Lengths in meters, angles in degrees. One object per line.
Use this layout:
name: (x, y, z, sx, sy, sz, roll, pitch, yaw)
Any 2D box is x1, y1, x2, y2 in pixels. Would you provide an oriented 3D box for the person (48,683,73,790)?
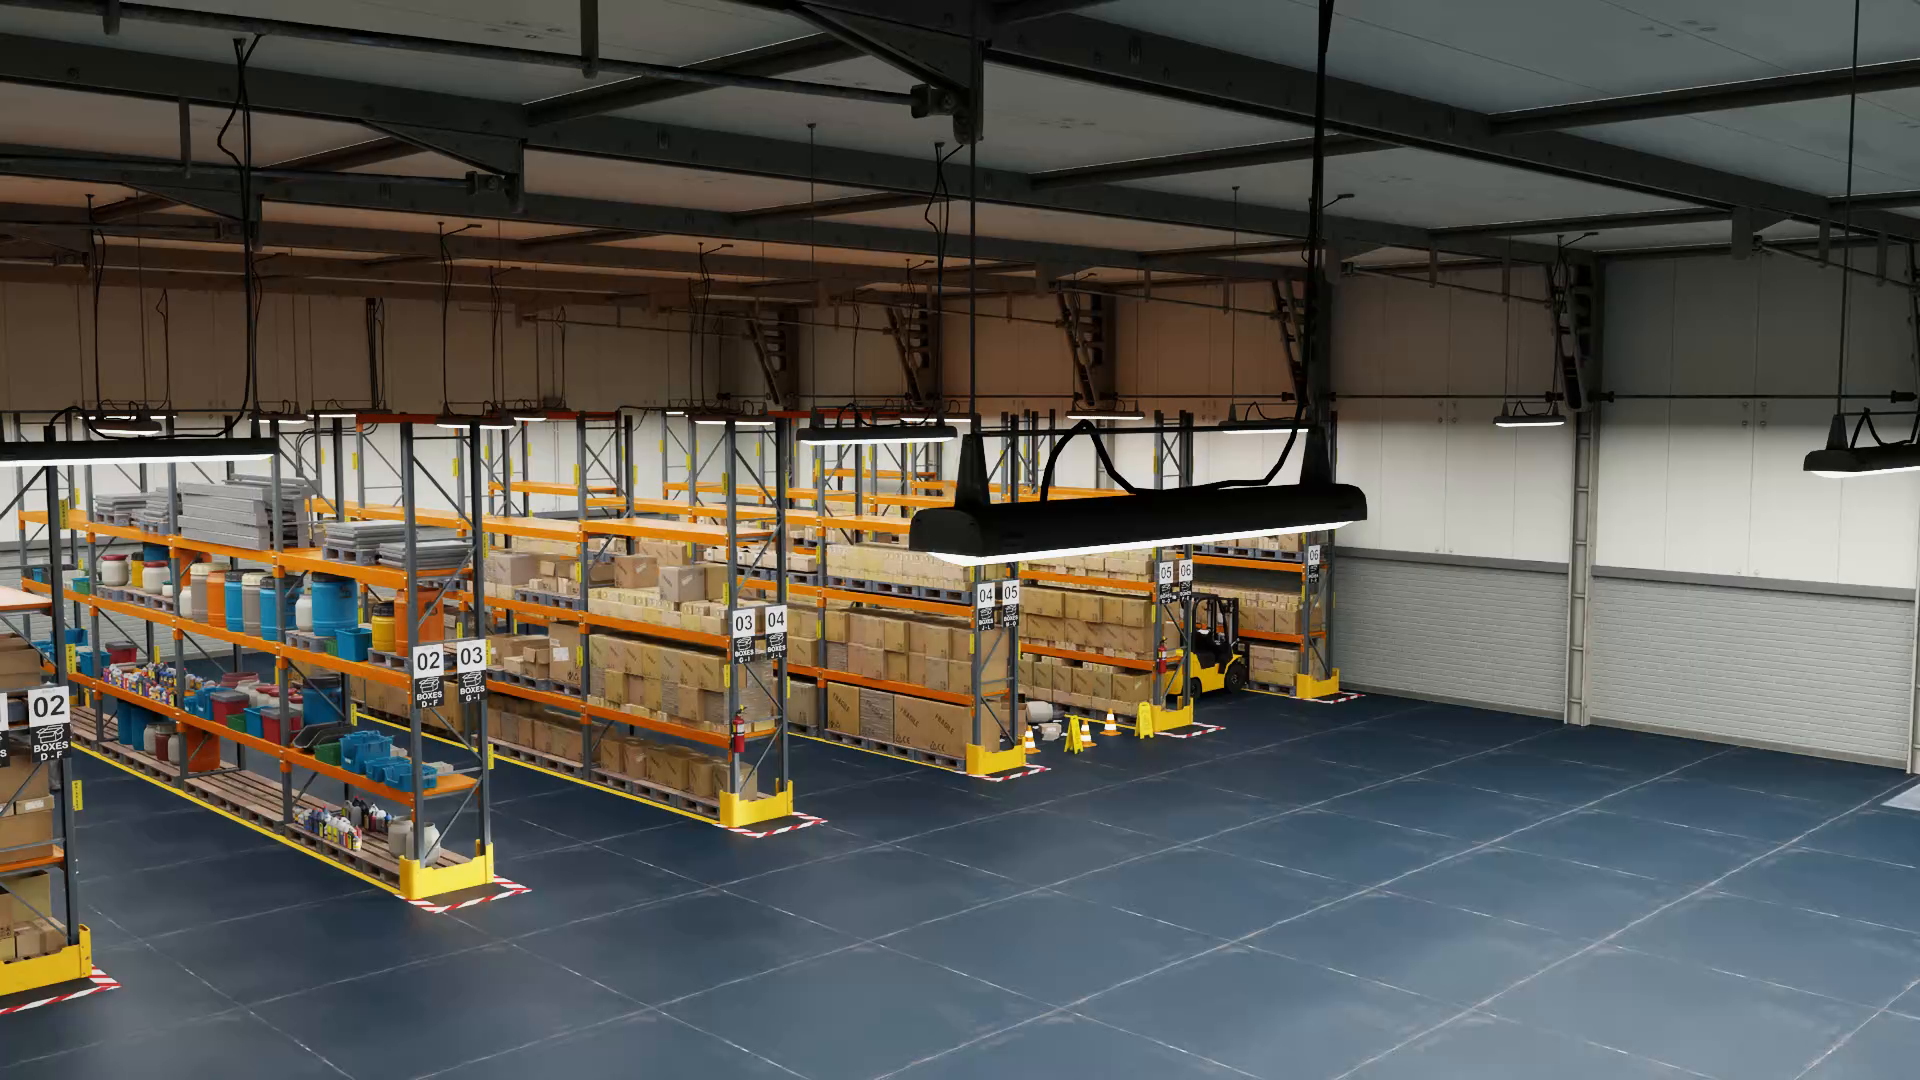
person: (-14.575, 3.152, 26.724, 0.605, 1.718, 0.696, 4, 6, 39)
